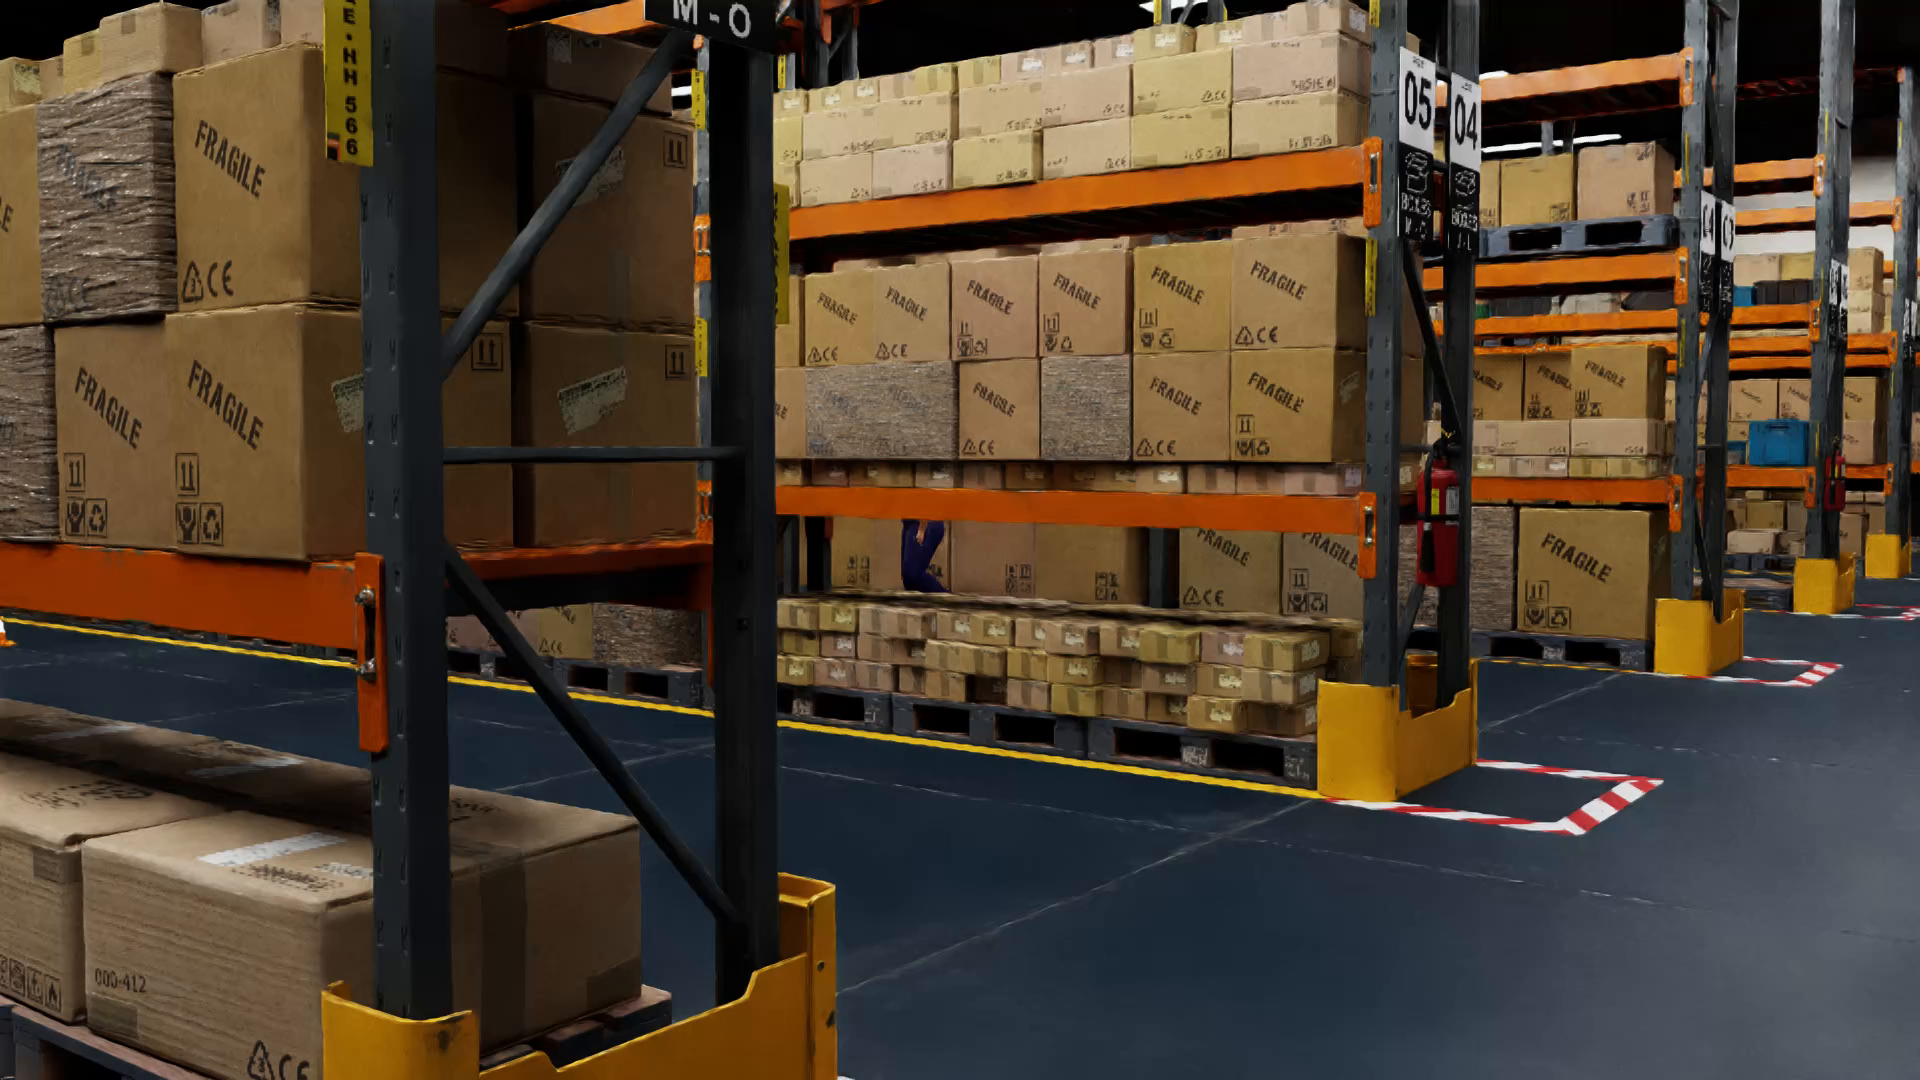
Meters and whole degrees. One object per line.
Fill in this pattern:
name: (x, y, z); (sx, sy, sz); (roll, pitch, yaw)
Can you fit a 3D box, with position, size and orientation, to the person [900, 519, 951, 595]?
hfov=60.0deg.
person: (-0.293, -0.063, 13.219); (0.495, 1.632, 0.606); (-1, 3, -14)
